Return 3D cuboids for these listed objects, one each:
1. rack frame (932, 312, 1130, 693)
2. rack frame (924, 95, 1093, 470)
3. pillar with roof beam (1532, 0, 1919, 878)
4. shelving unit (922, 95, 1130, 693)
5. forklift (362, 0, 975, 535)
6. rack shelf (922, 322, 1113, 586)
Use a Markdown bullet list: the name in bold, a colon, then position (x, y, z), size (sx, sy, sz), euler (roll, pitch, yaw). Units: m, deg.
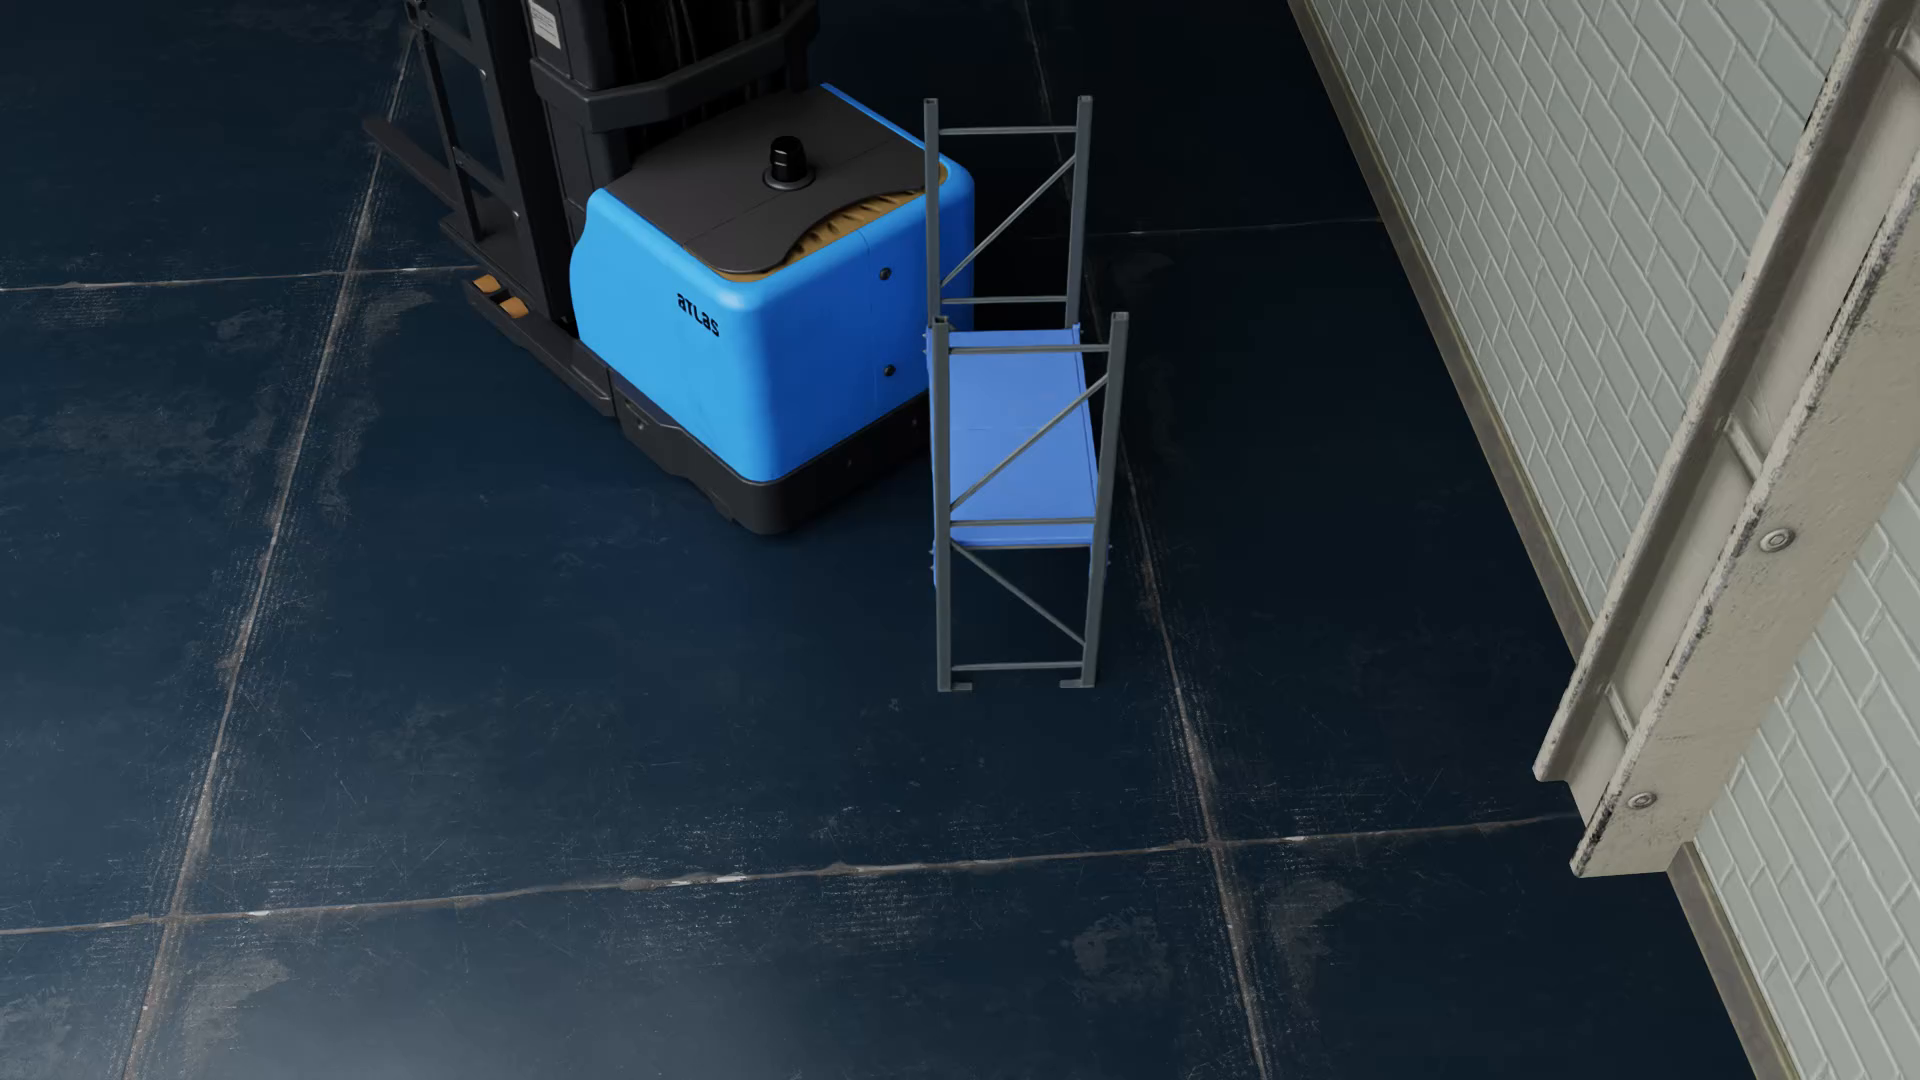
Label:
- **rack frame**: position (0.179, -0.048, 4.763), size (0.500, 1.500, 0.032), euler (-1, 47, -1)
- **rack frame**: position (0.143, -0.786, 5.461), size (0.500, 1.500, 0.032), euler (-1, 47, -1)
- **pillar with roof beam**: position (-2.368, -2.007, 1.452), size (9.100, 9.000, 0.400), euler (-3, 47, -3)
- **shelving unit**: position (0.161, -0.417, 5.112), size (0.538, 1.500, 1.048), euler (-1, 47, -1)
- **forklift**: position (-1.303, -2.009, 5.634), size (1.130, 2.935, 3.031), euler (-34, 55, -28)
- **rack shelf**: position (0.161, -0.293, 5.243), size (0.538, 0.185, 1.000), euler (-1, 47, -1)
